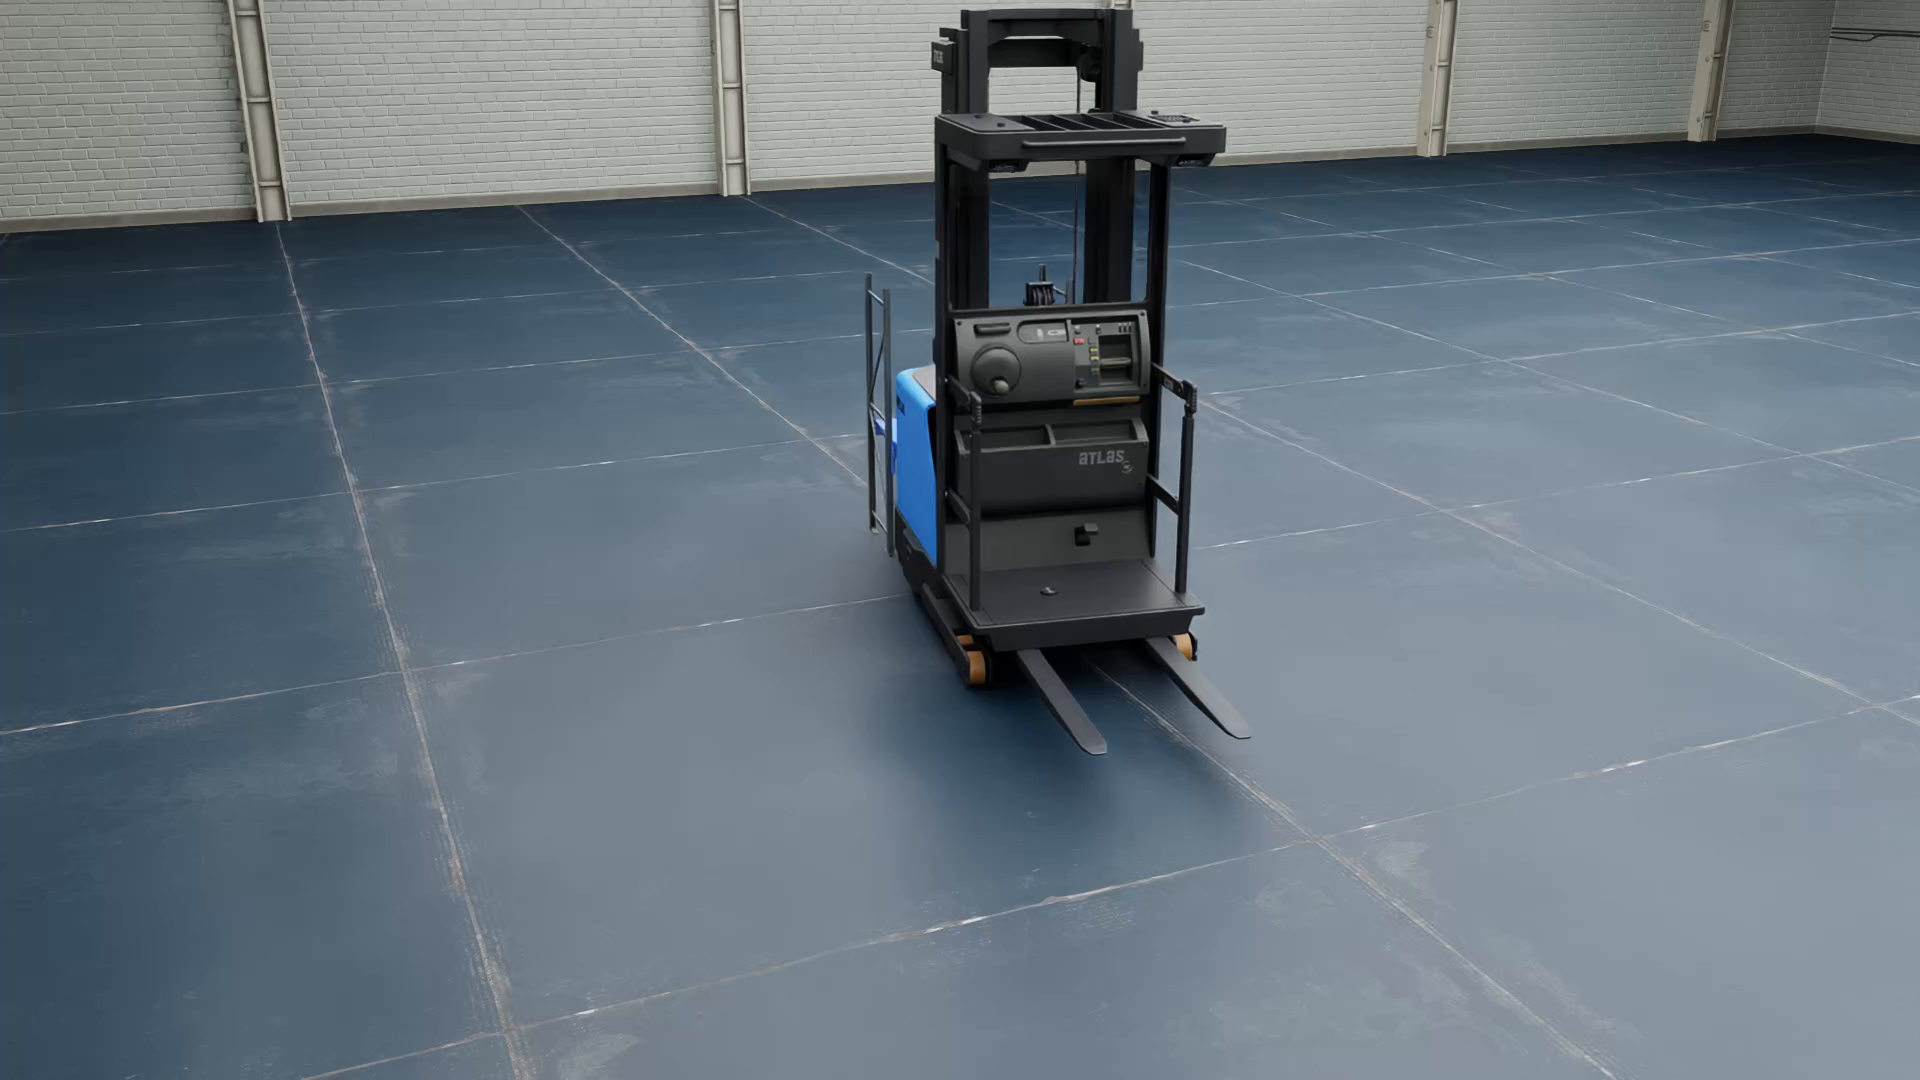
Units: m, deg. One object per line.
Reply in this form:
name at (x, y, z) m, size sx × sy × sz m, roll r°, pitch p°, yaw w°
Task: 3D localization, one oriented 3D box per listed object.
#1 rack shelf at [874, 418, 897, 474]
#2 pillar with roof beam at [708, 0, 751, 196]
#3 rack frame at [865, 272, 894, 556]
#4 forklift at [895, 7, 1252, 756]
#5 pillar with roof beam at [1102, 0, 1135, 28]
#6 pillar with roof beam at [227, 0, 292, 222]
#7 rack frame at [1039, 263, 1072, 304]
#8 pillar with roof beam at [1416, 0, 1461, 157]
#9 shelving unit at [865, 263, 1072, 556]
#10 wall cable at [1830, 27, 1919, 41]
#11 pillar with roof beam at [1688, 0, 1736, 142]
rack shelf at (0.041, -0.574, 9.437) m, size 1.000 × 0.185 × 0.538 m, roll -5°, pitch 20°, yaw -15°
pillar with roof beam at (-1.455, -7.776, 18.058) m, size 0.400 × 9.000 × 9.100 m, roll -8°, pitch 21°, yaw -22°
rack frame at (-0.449, -0.699, 9.249) m, size 0.032 × 1.500 × 0.500 m, roll -5°, pitch 20°, yaw -15°
forklift at (0.485, -0.851, 7.524) m, size 1.130 × 2.935 × 3.031 m, roll -5°, pitch 20°, yaw -13°
pillar with roof beam at (4.055, -8.566, 20.300) m, size 0.400 × 9.000 × 9.100 m, roll -8°, pitch 21°, yaw -22°
pillar with roof beam at (-6.964, -6.987, 15.816) m, size 0.400 × 9.000 × 9.100 m, roll -8°, pitch 21°, yaw -22°
rack frame at (0.531, -0.789, 9.505) m, size 0.032 × 1.500 × 0.500 m, roll -5°, pitch 20°, yaw -15°
pillar with roof beam at (9.564, -9.355, 22.541) m, size 0.400 × 9.000 × 9.100 m, roll -8°, pitch 21°, yaw -22°
shelving unit at (0.041, -0.744, 9.377) m, size 1.048 × 1.500 × 0.538 m, roll -5°, pitch 20°, yaw -15°
wall cable at (16.597, -9.977, 28.983) m, size 0.112 × 2.526 × 3.097 m, roll -8°, pitch 21°, yaw -22°
pillar with roof beam at (15.073, -10.144, 24.783) m, size 0.400 × 9.000 × 9.100 m, roll -8°, pitch 21°, yaw -22°
